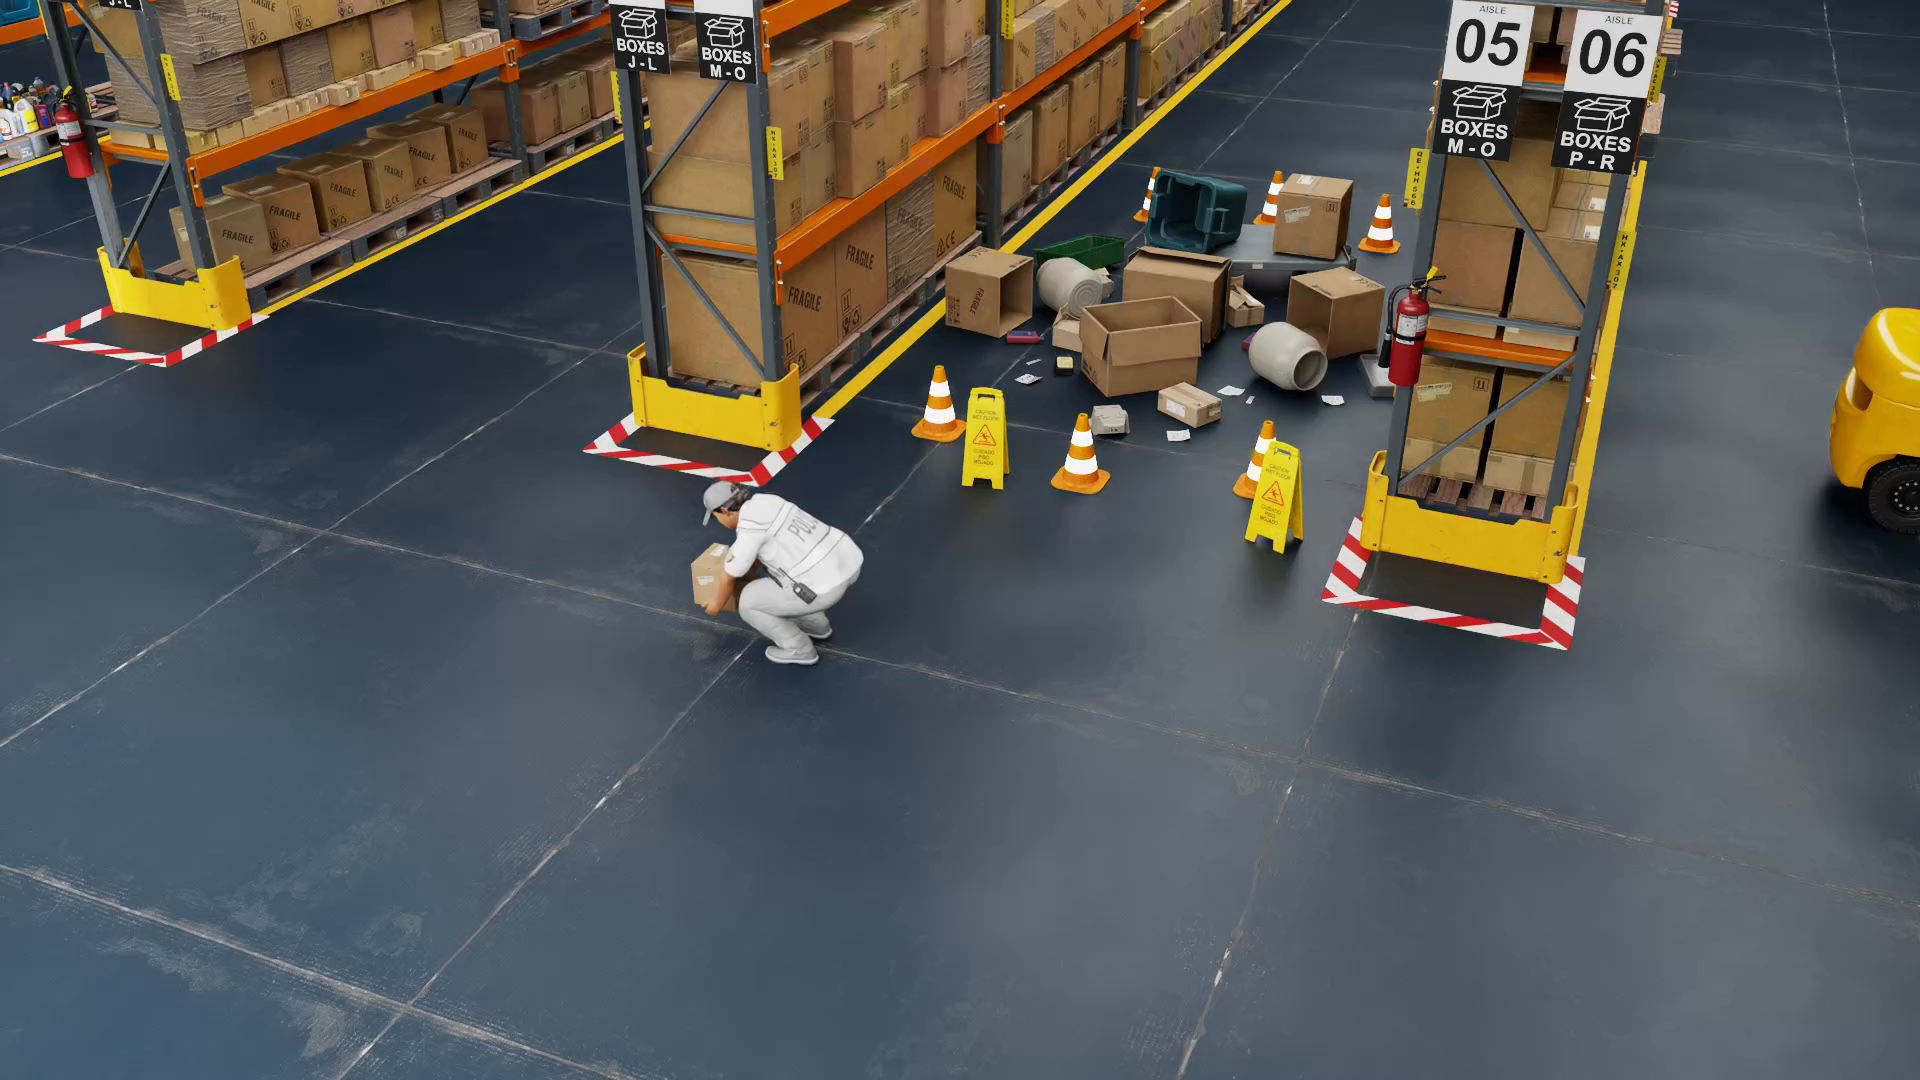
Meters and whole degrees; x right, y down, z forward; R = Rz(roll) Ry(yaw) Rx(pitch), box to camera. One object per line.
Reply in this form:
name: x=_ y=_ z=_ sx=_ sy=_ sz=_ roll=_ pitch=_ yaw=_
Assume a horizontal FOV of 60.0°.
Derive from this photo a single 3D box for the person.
person: x=-0.951 y=0.156 z=8.835 sx=0.851 sy=0.959 sz=0.517 roll=11 pitch=32 yaw=19
